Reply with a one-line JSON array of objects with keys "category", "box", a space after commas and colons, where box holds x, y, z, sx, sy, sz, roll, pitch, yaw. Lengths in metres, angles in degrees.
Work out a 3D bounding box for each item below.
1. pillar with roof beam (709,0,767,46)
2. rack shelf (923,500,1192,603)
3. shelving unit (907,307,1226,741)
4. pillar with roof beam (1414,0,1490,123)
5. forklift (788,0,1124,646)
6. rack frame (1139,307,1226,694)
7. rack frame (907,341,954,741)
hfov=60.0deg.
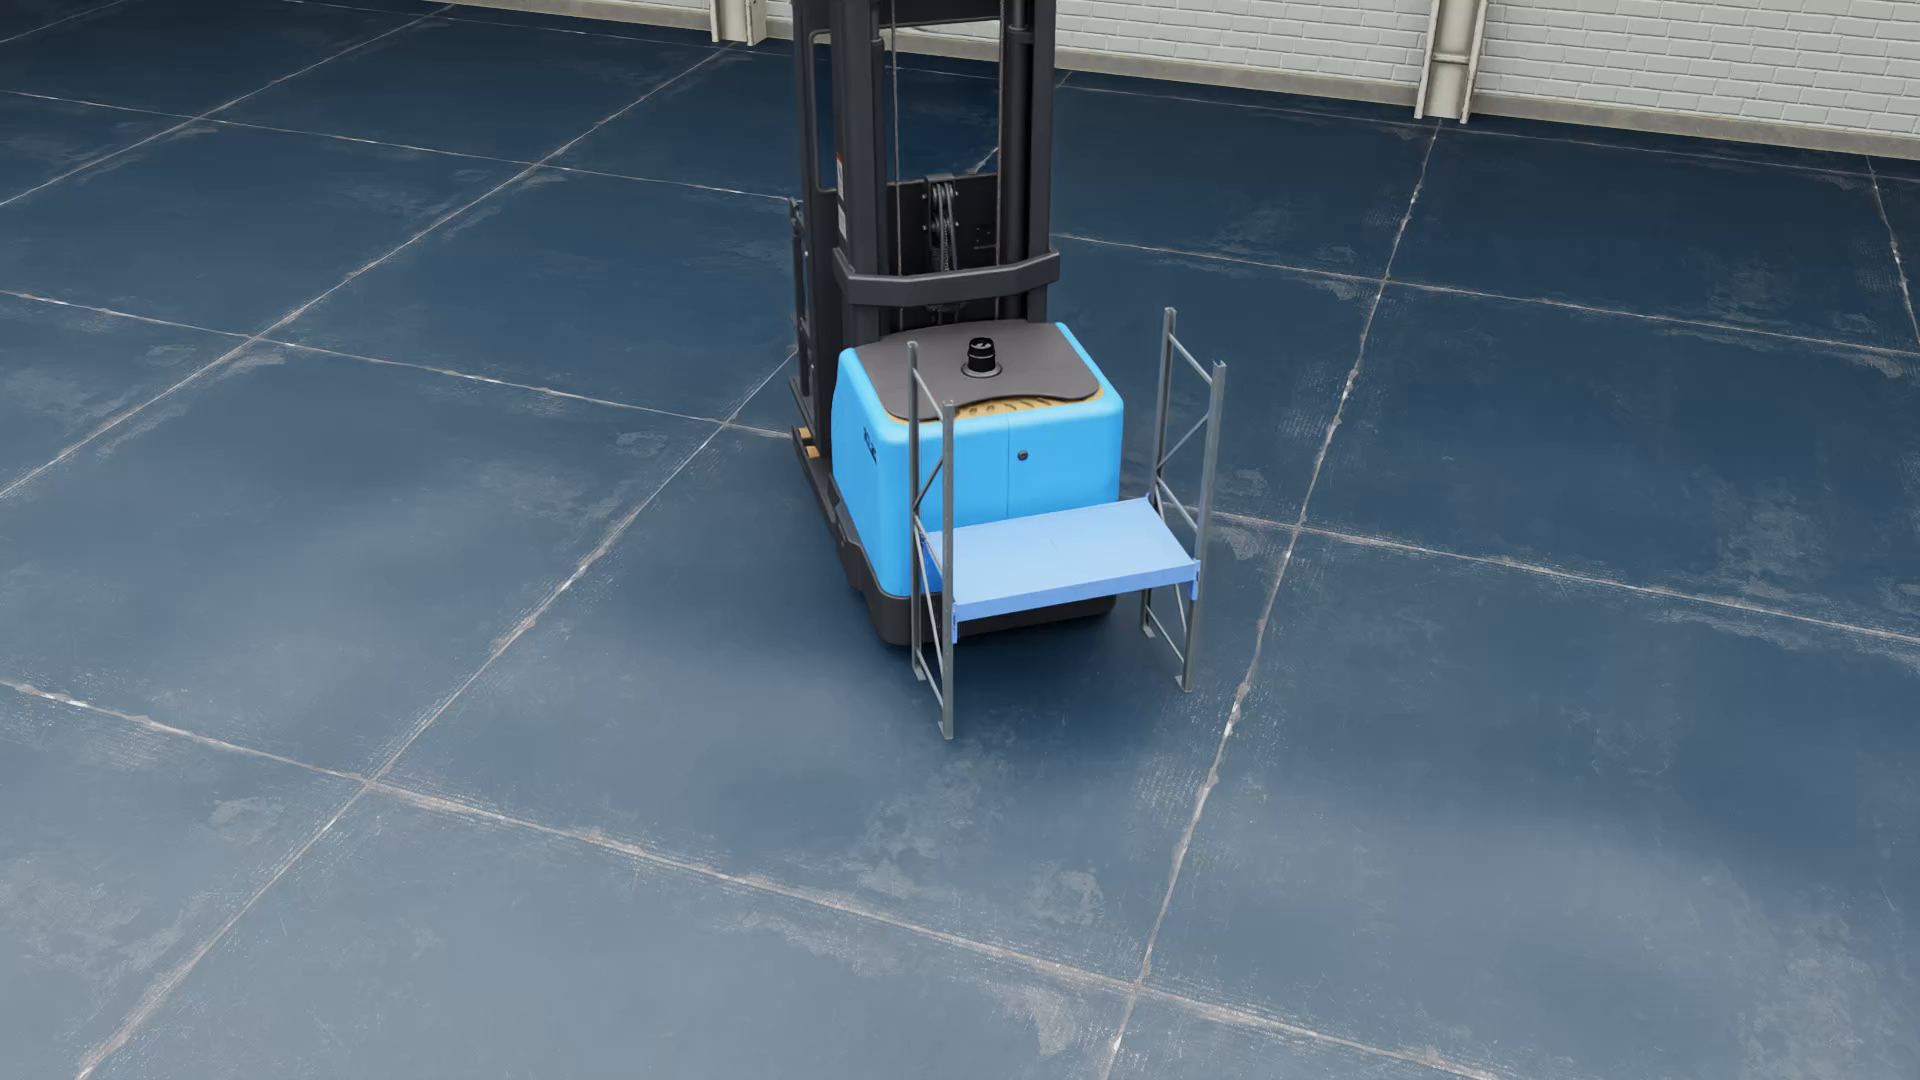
[{"category": "pillar with roof beam", "box": [-3.375, -5.966, 8.695, 0.400, 9.000, 9.100, 11, 34, 16]}, {"category": "rack shelf", "box": [0.376, 0.058, 6.511, 0.952, 0.062, 0.459, -9, 35, -14]}, {"category": "shelving unit", "box": [0.376, -0.051, 6.438, 1.048, 1.500, 0.500, -9, 35, -14]}, {"category": "pillar with roof beam", "box": [2.274, -4.868, 6.994, 0.400, 9.000, 9.100, 11, 34, 16]}, {"category": "forklift", "box": [-0.215, -1.583, 7.500, 1.130, 2.935, 3.031, -9, 34, -13]}, {"category": "rack frame", "box": [0.863, -0.130, 6.562, 0.032, 1.500, 0.500, -9, 35, -14]}, {"category": "rack frame", "box": [-0.110, 0.029, 6.314, 0.032, 1.500, 0.500, -9, 35, -14]}]
